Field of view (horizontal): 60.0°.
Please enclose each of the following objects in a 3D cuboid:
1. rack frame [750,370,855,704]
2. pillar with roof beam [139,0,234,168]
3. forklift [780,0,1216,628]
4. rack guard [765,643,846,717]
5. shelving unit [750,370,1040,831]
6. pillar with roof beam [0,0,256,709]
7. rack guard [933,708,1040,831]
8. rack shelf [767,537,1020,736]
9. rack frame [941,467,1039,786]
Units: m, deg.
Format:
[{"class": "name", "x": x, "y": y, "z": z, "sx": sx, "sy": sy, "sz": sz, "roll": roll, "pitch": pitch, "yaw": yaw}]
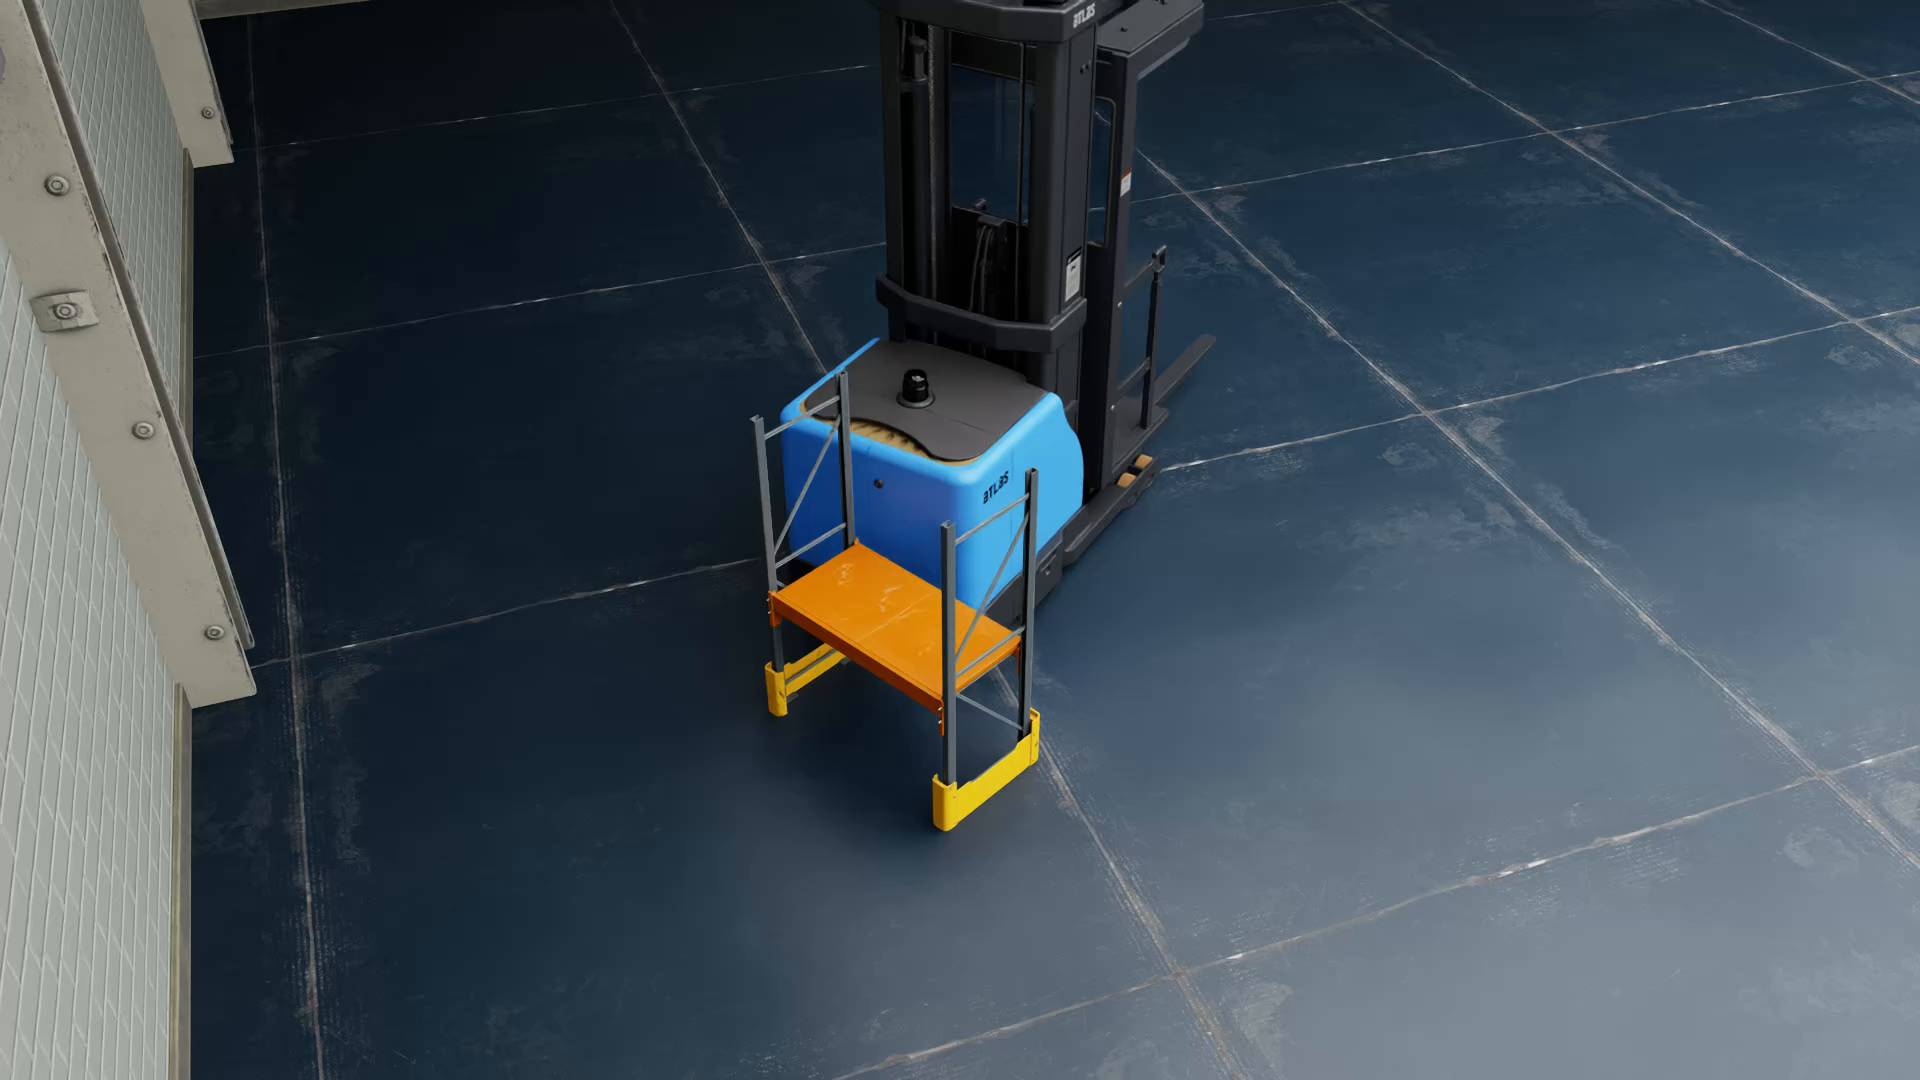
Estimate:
[{"class": "rack frame", "x": -0.635, "y": 0.027, "z": 7.029, "sx": 0.032, "sy": 1.500, "sz": 0.500, "roll": 29, "pitch": 46, "yaw": 33}, {"class": "pillar with roof beam", "x": -1.367, "y": -7.269, "z": 10.481, "sx": 9.100, "sy": 9.000, "sz": 0.400, "roll": -12, "pitch": 39, "yaw": -16}, {"class": "forklift", "x": 0.388, "y": -1.482, "z": 7.842, "sx": 1.130, "sy": 2.935, "sz": 3.031, "roll": 20, "pitch": 41, "yaw": 25}, {"class": "rack guard", "x": -0.621, "y": 0.534, "z": 7.394, "sx": 0.087, "sy": 0.250, "sz": 0.587, "roll": 29, "pitch": 46, "yaw": 33}, {"class": "shelving unit", "x": -0.255, "y": 0.238, "z": 6.748, "sx": 1.083, "sy": 1.500, "sz": 0.587, "roll": 29, "pitch": 46, "yaw": 33}, {"class": "pillar with roof beam", "x": 0.698, "y": -3.880, "z": 5.981, "sx": 9.100, "sy": 9.000, "sz": 0.400, "roll": -12, "pitch": 39, "yaw": -16}, {"class": "rack guard", "x": 0.111, "y": 0.940, "z": 6.854, "sx": 0.087, "sy": 0.250, "sz": 0.587, "roll": 29, "pitch": 46, "yaw": 33}, {"class": "rack shelf", "x": -0.261, "y": 0.378, "z": 6.861, "sx": 1.000, "sy": 0.185, "sz": 0.538, "roll": 29, "pitch": 46, "yaw": 33}, {"class": "rack frame", "x": 0.112, "y": 0.442, "z": 6.478, "sx": 0.032, "sy": 1.500, "sz": 0.500, "roll": 29, "pitch": 46, "yaw": 33}]
